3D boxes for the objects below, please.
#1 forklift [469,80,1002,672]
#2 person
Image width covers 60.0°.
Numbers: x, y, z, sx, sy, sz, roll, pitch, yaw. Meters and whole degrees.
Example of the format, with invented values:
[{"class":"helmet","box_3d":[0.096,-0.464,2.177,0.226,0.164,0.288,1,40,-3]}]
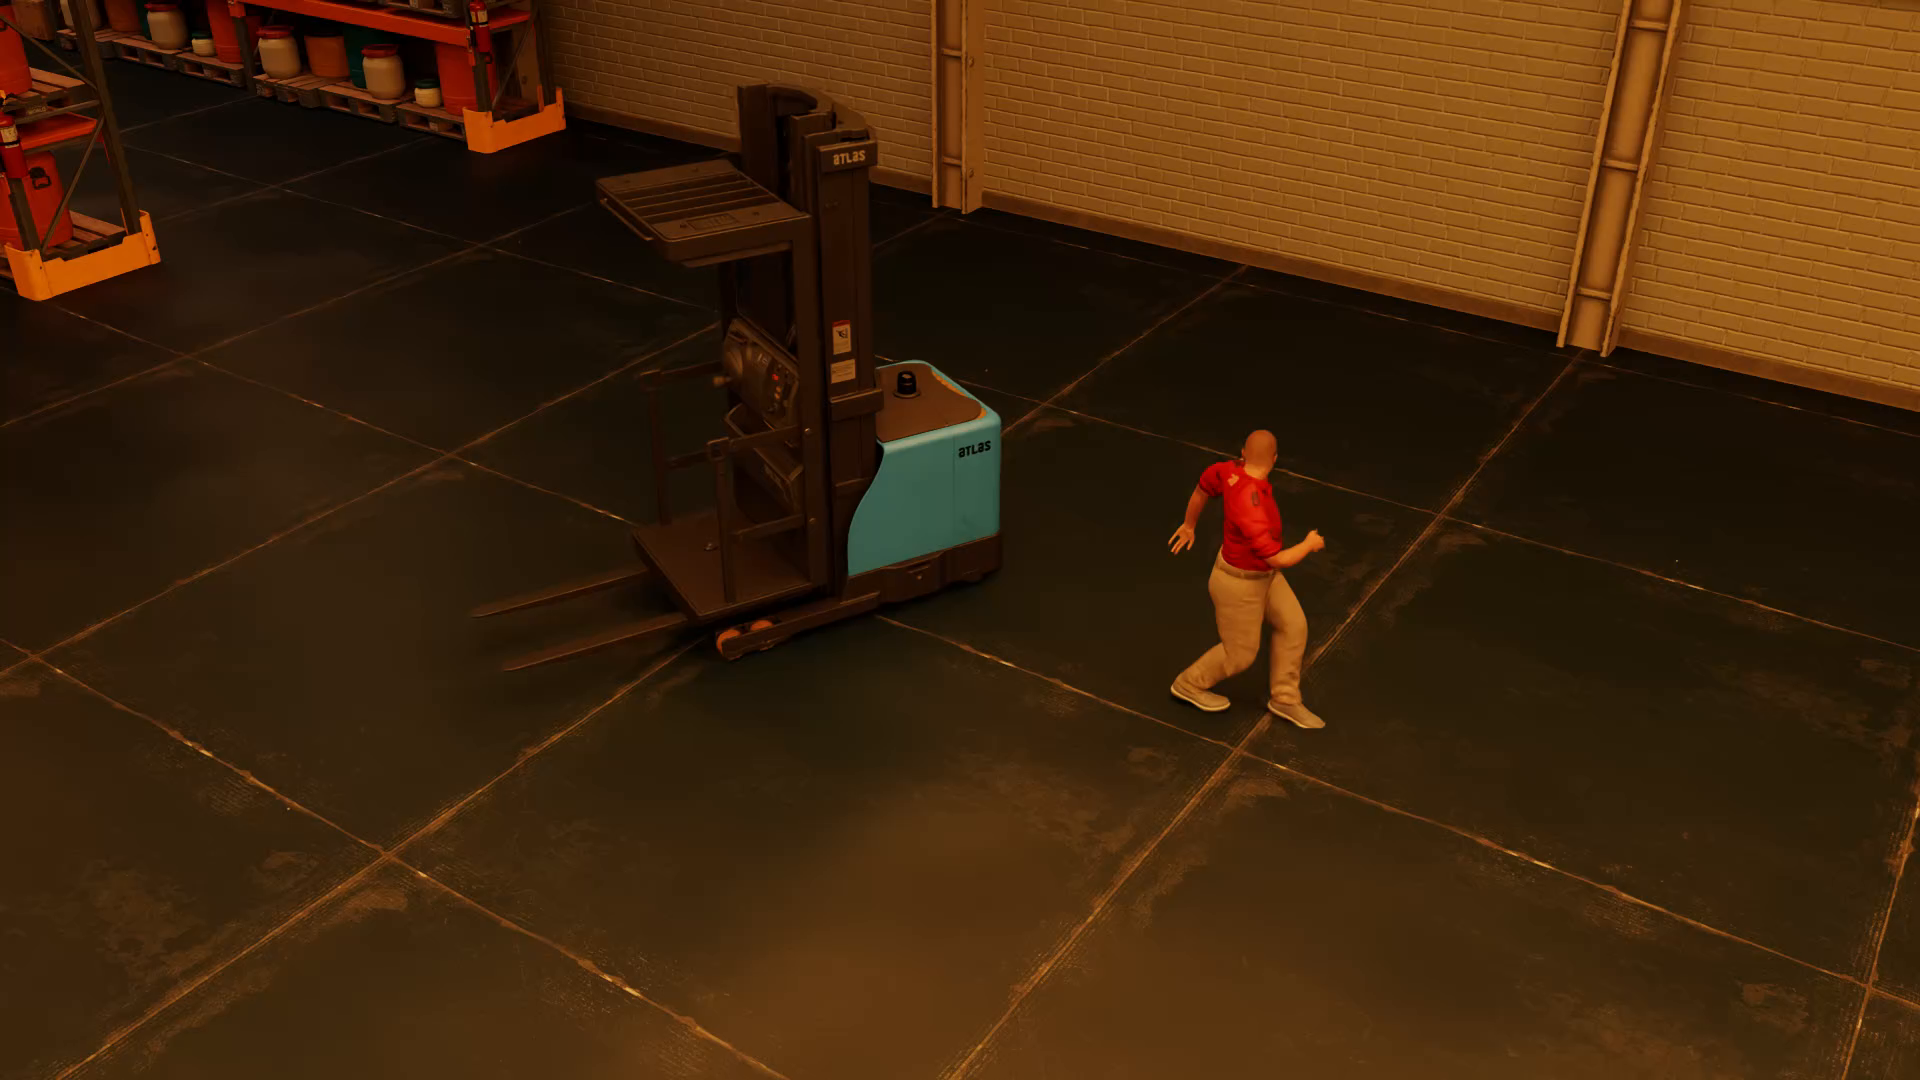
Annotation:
[{"class":"forklift","box_3d":[-1.283,-0.899,9.130,3.031,2.935,1.130,-16,34,-25]},{"class":"person","box_3d":[1.486,0.211,8.533,0.957,1.689,0.564,11,32,18]}]
